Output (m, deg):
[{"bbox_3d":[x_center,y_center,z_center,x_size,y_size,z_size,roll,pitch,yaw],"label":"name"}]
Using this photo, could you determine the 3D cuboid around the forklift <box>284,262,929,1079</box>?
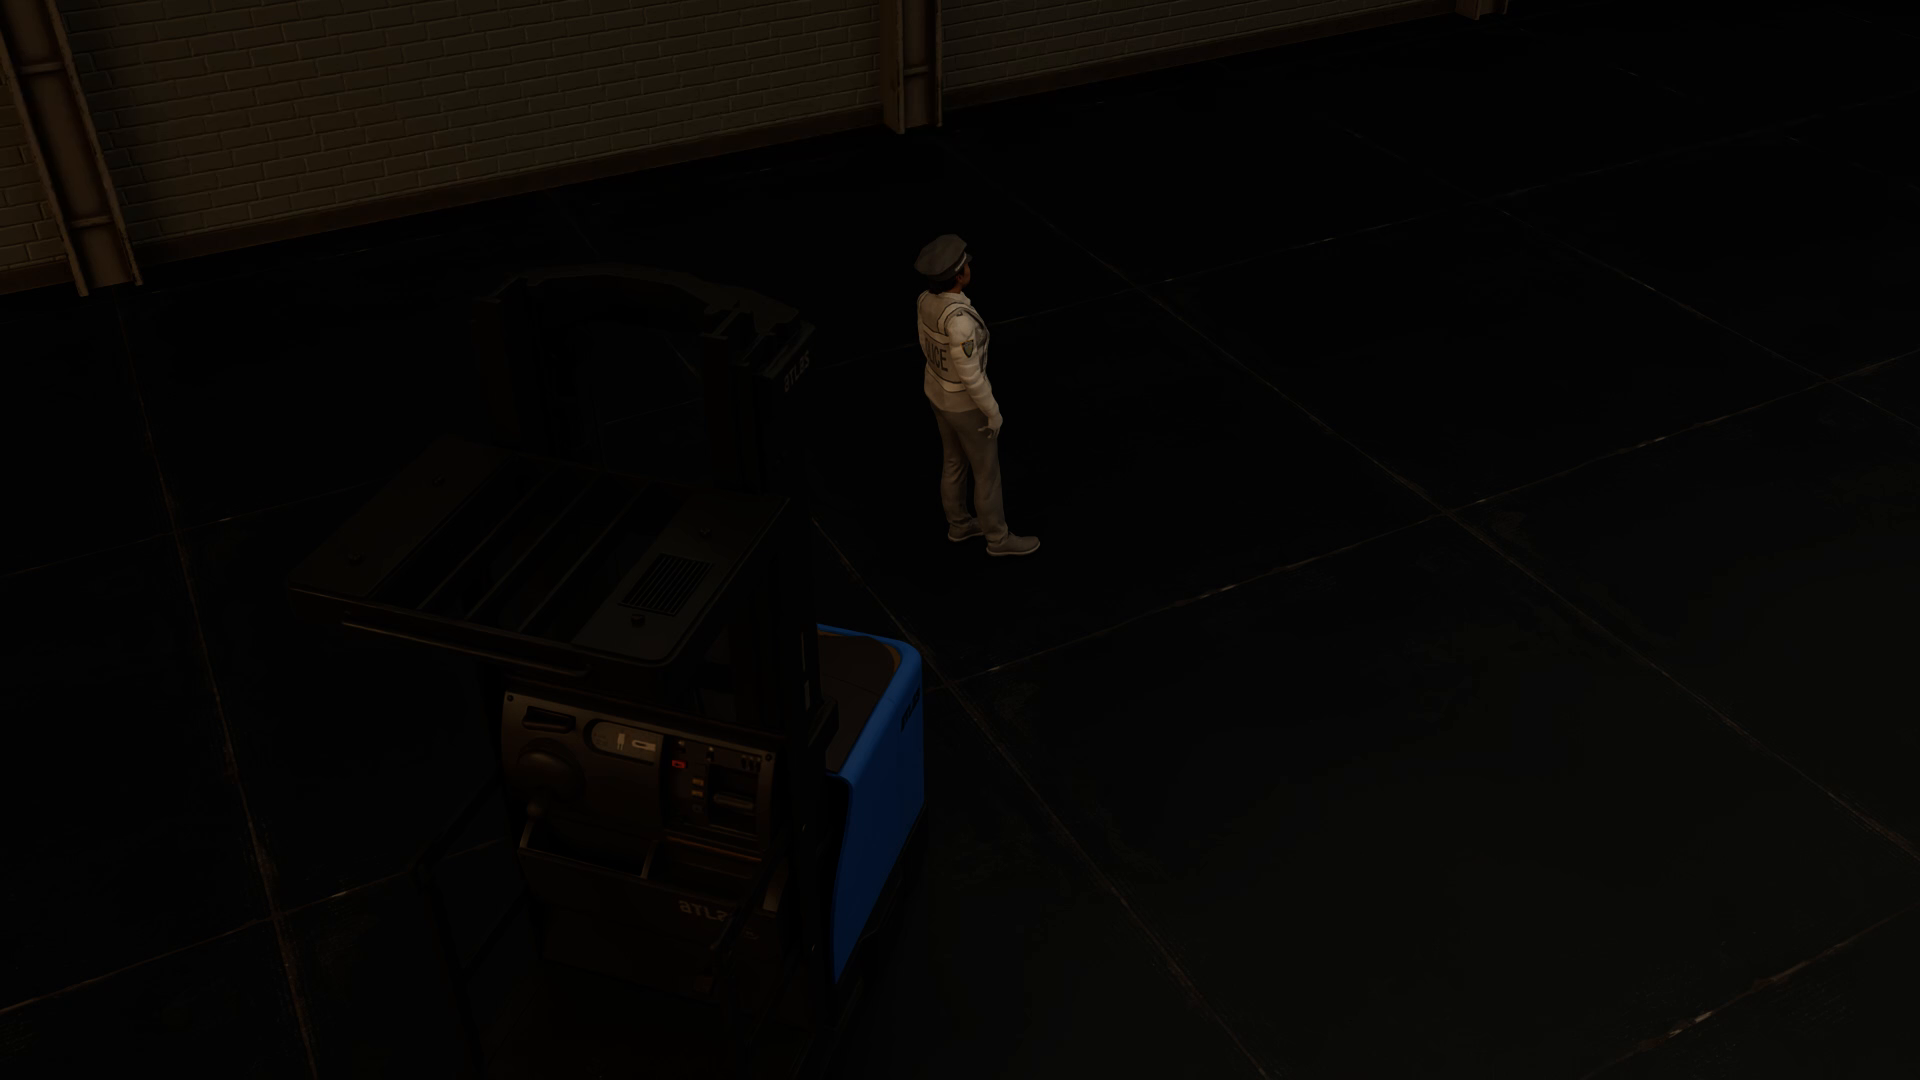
[{"bbox_3d":[-1.068,0.793,5.001,1.130,2.935,3.031,11,37,15],"label":"forklift"}]

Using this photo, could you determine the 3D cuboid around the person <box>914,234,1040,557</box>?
[{"bbox_3d":[0.062,-0.713,8.190,0.533,1.696,0.588,-17,39,-23],"label":"person"}]
